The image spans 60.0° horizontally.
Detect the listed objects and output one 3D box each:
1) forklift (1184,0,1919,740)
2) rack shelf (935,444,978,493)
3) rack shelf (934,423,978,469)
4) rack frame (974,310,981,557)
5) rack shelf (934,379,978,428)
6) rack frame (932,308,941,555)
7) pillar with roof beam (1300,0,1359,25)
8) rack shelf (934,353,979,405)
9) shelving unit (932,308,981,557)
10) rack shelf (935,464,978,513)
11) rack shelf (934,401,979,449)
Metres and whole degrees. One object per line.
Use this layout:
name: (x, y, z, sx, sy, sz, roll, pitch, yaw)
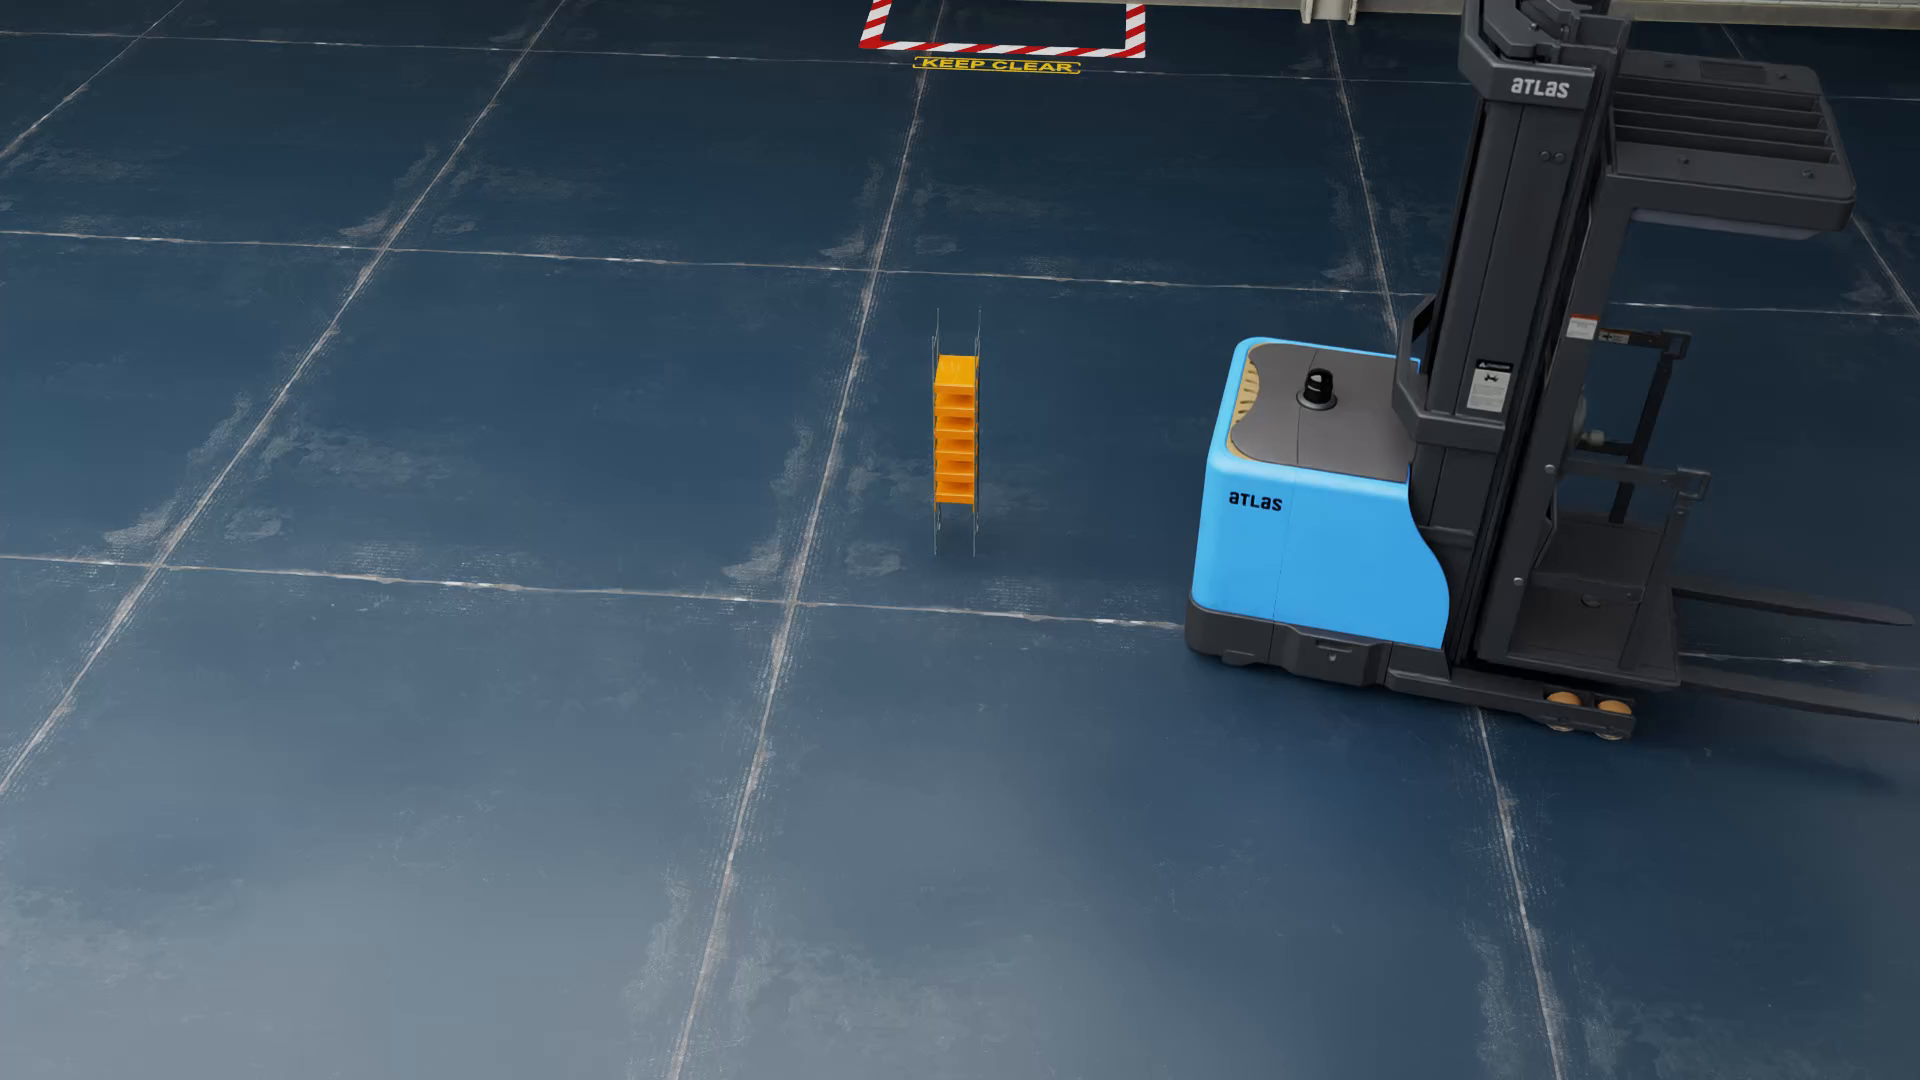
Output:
forklift: (2.556, -0.682, 6.437, 3.031, 2.935, 1.130, 10, 40, 12)
rack shelf: (-0.014, -0.339, 7.646, 0.180, 0.103, 0.258, 3, 39, 4)
rack shelf: (-0.014, -0.432, 7.571, 0.180, 0.103, 0.258, 3, 39, 4)
rack frame: (0.077, -0.461, 7.537, 0.006, 1.200, 0.240, 3, 39, 4)
rack shelf: (-0.014, -0.618, 7.419, 0.180, 0.103, 0.258, 3, 39, 4)
rack frame: (-0.106, -0.471, 7.549, 0.006, 1.200, 0.240, 3, 39, 4)
pillar with roof beam: (2.482, -4.853, 6.754, 0.400, 9.000, 9.100, 3, 39, 4)
rack shelf: (-0.014, -0.711, 7.343, 0.180, 0.103, 0.258, 3, 39, 4)
shelving unit: (-0.014, -0.466, 7.543, 0.189, 1.200, 0.258, 3, 39, 4)
rack shelf: (-0.014, -0.246, 7.722, 0.180, 0.103, 0.258, 3, 39, 4)
rack shelf: (-0.014, -0.525, 7.495, 0.180, 0.103, 0.258, 3, 39, 4)
